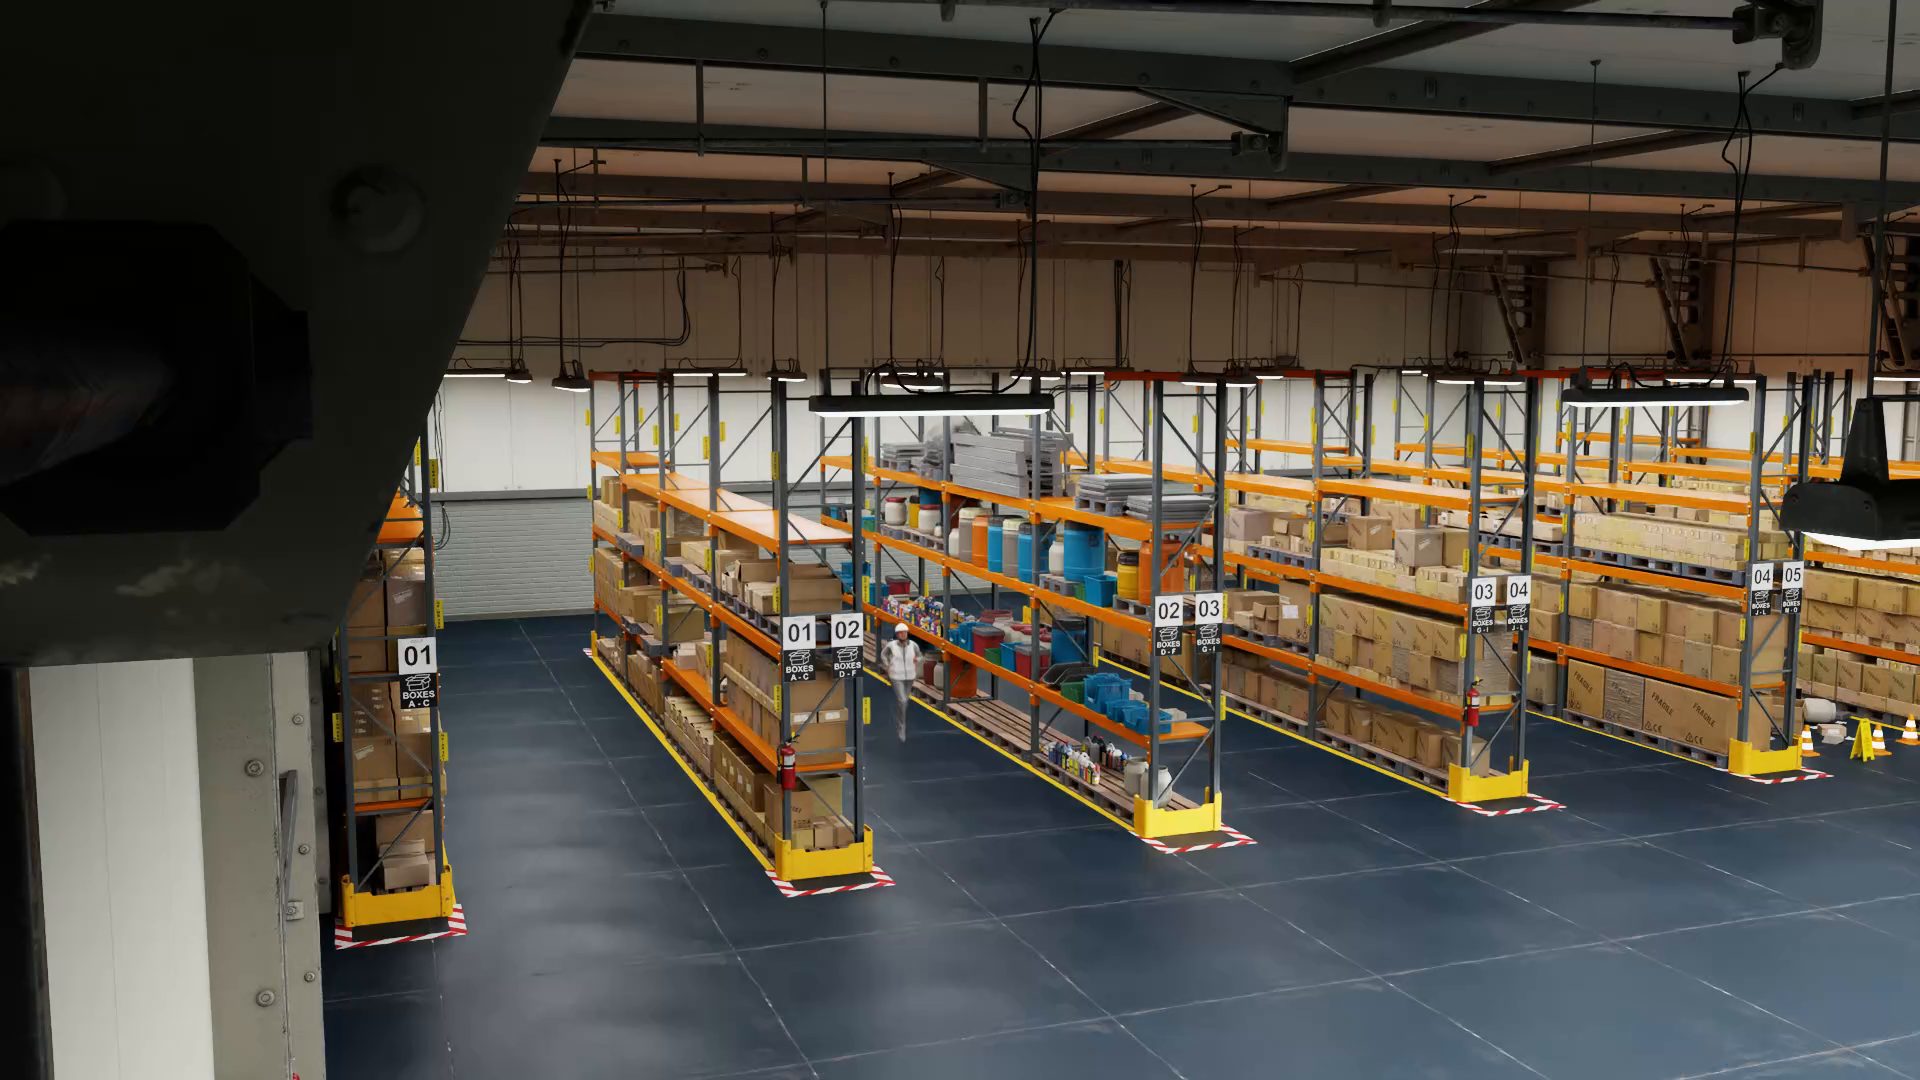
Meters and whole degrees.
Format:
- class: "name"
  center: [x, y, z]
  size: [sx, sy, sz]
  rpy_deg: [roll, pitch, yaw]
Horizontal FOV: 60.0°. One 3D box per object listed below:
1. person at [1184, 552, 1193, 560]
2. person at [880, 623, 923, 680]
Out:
- class: "person"
  center: [5.531, 0.879, 40.429]
  size: [0.645, 1.672, 0.608]
  rpy_deg: [4, 8, 32]
- class: "person"
  center: [-0.878, 1.764, 26.393]
  size: [0.628, 0.897, 0.649]
  rpy_deg: [-3, 7, -22]
